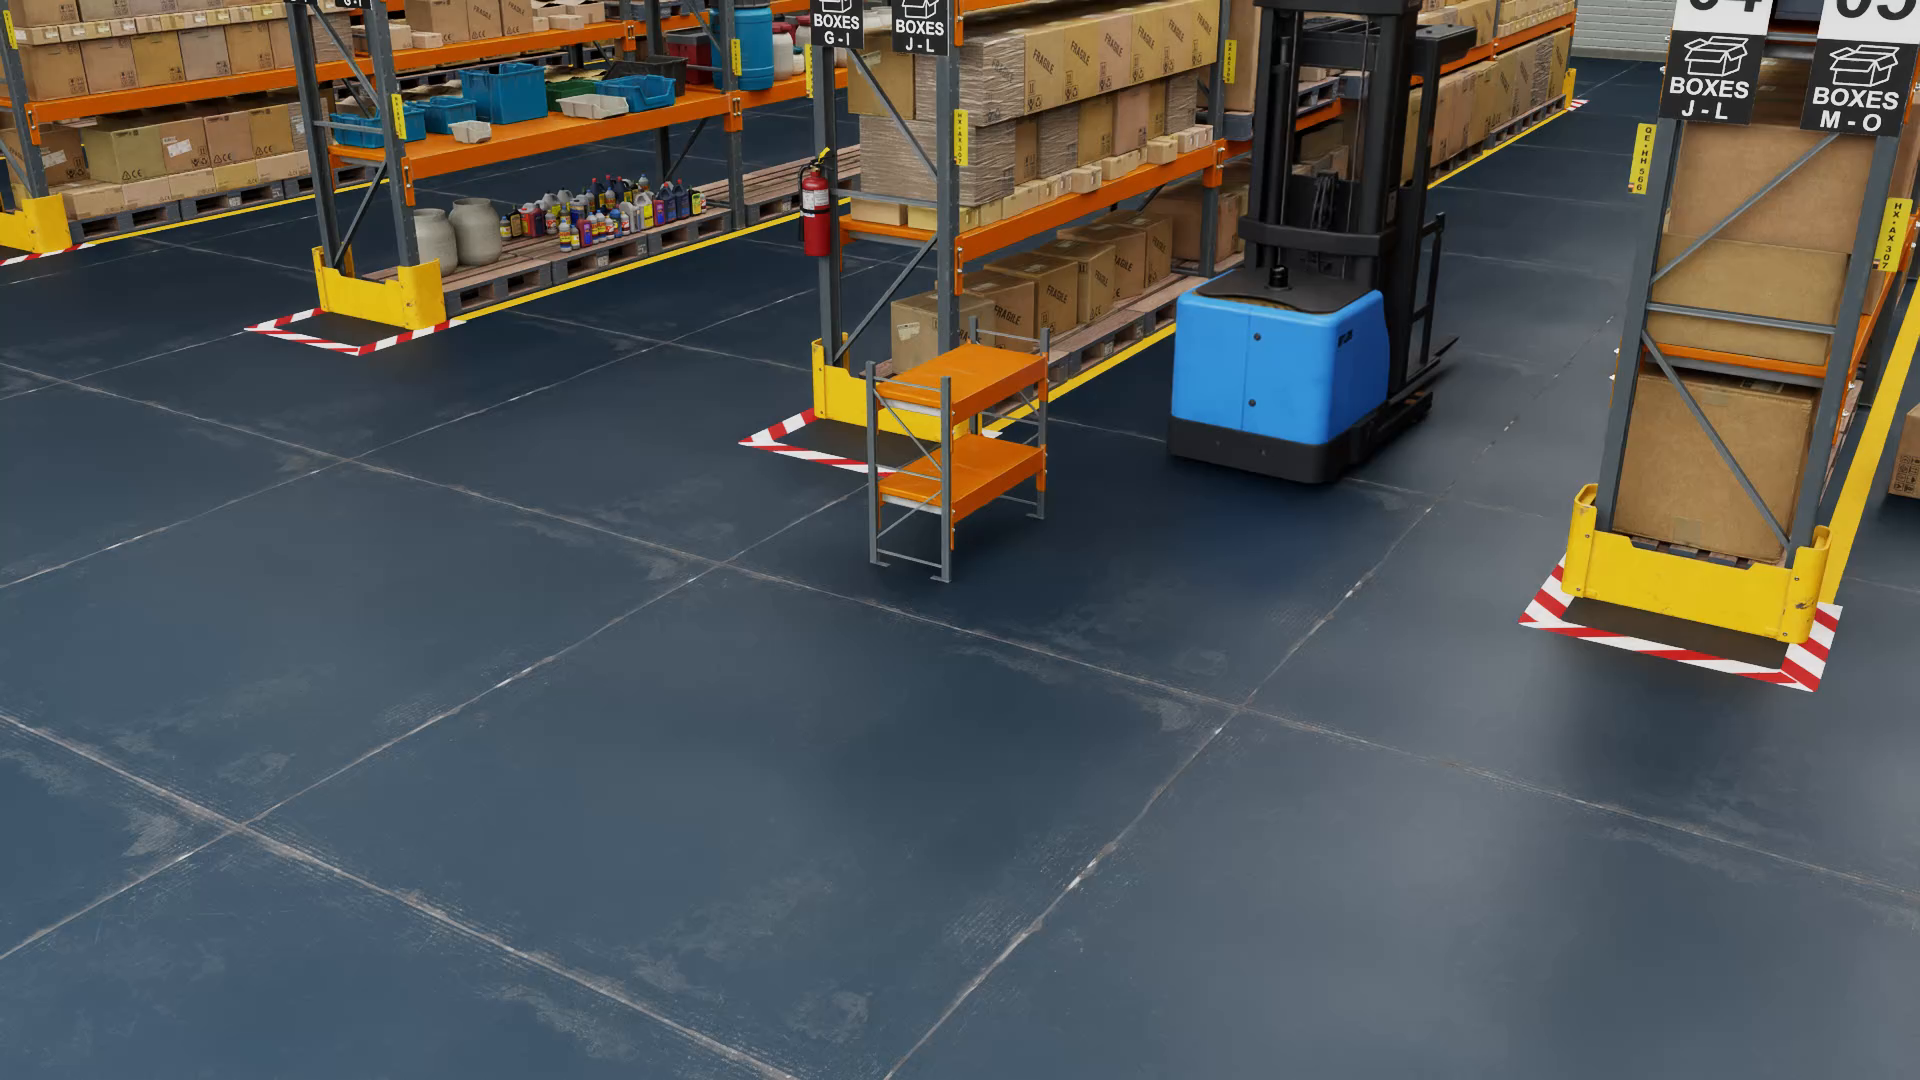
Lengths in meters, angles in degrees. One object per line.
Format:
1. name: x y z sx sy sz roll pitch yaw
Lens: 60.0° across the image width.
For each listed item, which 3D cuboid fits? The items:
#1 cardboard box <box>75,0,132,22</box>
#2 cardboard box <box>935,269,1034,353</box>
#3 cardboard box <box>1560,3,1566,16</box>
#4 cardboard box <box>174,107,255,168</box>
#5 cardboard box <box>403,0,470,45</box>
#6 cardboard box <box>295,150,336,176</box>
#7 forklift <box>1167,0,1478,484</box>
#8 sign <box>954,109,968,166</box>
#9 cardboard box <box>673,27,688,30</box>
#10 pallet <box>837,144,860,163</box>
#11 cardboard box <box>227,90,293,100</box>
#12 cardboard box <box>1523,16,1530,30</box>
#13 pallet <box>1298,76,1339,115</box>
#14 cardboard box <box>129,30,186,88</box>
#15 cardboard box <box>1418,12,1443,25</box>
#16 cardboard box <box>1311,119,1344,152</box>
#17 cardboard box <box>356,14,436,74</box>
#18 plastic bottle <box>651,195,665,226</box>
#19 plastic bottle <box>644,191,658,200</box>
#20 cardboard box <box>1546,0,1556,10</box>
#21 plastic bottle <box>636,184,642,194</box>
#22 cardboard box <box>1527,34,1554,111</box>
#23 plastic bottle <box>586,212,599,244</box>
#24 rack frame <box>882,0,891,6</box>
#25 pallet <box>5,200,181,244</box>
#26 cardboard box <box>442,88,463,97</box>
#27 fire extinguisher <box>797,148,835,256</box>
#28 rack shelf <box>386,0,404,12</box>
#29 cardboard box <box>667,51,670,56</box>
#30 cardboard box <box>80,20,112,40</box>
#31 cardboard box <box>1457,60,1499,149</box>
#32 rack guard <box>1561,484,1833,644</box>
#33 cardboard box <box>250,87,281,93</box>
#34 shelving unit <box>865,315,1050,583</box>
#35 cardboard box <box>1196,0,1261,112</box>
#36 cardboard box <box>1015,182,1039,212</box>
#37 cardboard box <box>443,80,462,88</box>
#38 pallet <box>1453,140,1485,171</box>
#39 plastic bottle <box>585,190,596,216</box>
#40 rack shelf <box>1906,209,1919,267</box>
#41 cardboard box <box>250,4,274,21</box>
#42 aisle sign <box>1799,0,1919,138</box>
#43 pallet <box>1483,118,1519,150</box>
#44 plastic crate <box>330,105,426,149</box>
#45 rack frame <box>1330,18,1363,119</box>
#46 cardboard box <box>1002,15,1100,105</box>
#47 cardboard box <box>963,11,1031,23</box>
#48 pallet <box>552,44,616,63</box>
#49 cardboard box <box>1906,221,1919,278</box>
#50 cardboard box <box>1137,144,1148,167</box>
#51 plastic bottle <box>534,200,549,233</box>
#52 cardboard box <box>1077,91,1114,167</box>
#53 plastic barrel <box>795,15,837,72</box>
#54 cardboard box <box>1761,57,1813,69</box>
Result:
1. cardboard box: -8.315 -5.193 15.711 0.700 0.500 0.500 13 27 28
2. cardboard box: 0.171 -1.585 11.753 0.500 0.500 0.500 -20 31 -39
3. cardboard box: 7.804 -7.046 22.066 0.380 0.149 0.250 14 27 29
4. cardboard box: -7.607 -4.116 16.970 0.500 0.500 0.500 14 27 29
5. cardboard box: -6.066 -6.030 19.277 0.500 0.500 0.500 16 28 33
6. cardboard box: -7.094 -4.112 17.906 0.500 0.250 0.500 14 27 29
7. forklift: 2.524 -2.210 10.666 1.130 2.935 3.031 15 27 31
8. sign: 0.003 -2.407 9.944 0.100 0.325 0.005 14 27 29
9. cardboard box: -5.191 -9.257 29.475 0.700 0.500 0.500 14 27 29
10. pallet: -0.888 -4.328 18.982 1.003 0.211 1.213 14 27 29
11. cardboard box: -7.530 -4.564 18.006 0.500 0.500 0.500 14 27 29
12. cardboard box: 6.859 -6.441 20.670 0.380 0.149 0.250 13 27 28
13. pallet: 2.752 -4.059 15.091 1.003 0.211 1.213 14 27 29
14. cardboard box: -8.076 -4.746 16.311 0.700 0.500 0.500 14 27 29
15. cardboard box: 4.786 -5.324 17.648 0.500 0.500 0.500 13 27 28
16. cardboard box: 3.433 -3.990 16.339 0.500 0.250 0.500 15 28 31
17. cardboard box: -8.364 -7.364 24.663 0.750 0.750 0.750 13 27 28
18. plastic bottle: -2.803 -3.060 15.409 0.061 0.283 0.133 16 28 32
19. plastic bottle: -2.892 -3.143 15.610 0.152 0.276 0.135 14 27 29
20. cardboard box: 7.415 -7.029 21.525 0.500 0.250 0.500 13 27 27
21. plastic bottle: -3.151 -3.379 16.248 0.097 0.201 0.097 0 23 0
22. cardboard box: 7.232 -6.201 21.945 0.875 0.875 0.875 14 27 29
23. plastic bottle: -3.264 -2.773 14.761 0.097 0.271 0.097 0 23 0
24. rack frame: -0.446 -5.861 19.014 1.000 3.000 0.127 14 27 29
25. pallet: -8.505 -3.188 16.348 1.003 0.211 1.213 14 27 29
26. cardboard box: -5.793 -5.169 19.641 0.500 0.311 0.500 13 27 27
27. fire extinguisher: -0.910 -2.146 10.528 0.296 0.674 0.183 14 27 29
28. rack shelf: -7.808 -8.282 25.511 1.077 0.370 4.000 14 27 29
29. cardboard box: -4.085 -6.495 23.070 0.500 0.500 0.500 13 27 27
30. cardboard box: -8.213 -4.805 15.631 0.380 0.149 0.250 14 27 29
31. cardboard box: 5.551 -5.171 19.564 1.225 0.875 0.875 14 27 29
32. rack guard: 3.689 0.106 8.377 1.175 0.500 0.348 14 27 29
33. cardboard box: -9.807 -6.415 22.885 0.700 0.500 0.500 14 27 29
34. shelving unit: 0.004 -0.518 9.032 0.538 1.125 1.048 14 27 29
35. cardboard box: 2.189 -4.180 13.846 1.000 1.000 1.000 14 27 29
36. cardboard box: 0.301 -2.304 11.114 0.380 0.149 0.250 14 27 29
37. cardboard box: -5.990 -5.449 20.288 0.500 0.311 0.500 13 27 28
38. pallet: 5.528 -4.617 19.650 1.003 0.211 1.213 14 27 29
39. plastic bottle: -3.480 -3.154 15.641 0.097 0.271 0.097 0 23 0
40. rack shelf: 6.867 -2.745 12.720 1.077 0.370 4.000 14 27 29
41. cardboard box: -7.262 -5.414 17.039 0.380 0.149 0.250 14 27 29
42. aisle sign: 3.919 -2.156 7.182 0.394 0.787 0.004 14 27 29
43. pallet: 6.339 -5.134 20.843 1.003 0.211 1.213 14 27 29
44. plastic crate: -4.657 -3.325 13.341 0.499 0.251 0.616 14 27 29
45. rack frame: 3.761 -4.823 16.616 1.000 3.000 0.127 14 27 29
46. cardboard box: 0.595 -3.229 11.175 0.500 0.500 0.500 14 27 29
47. cardboard box: 0.146 -3.340 11.431 0.500 0.500 0.500 14 27 29
48. pallet: -6.286 -8.248 28.037 1.003 0.211 1.213 14 27 29
49. cardboard box: 7.524 -2.723 14.068 1.050 0.750 0.750 13 27 28
50. cardboard box: 1.184 -2.905 12.501 0.380 0.149 0.250 14 27 29
51. plastic bottle: -3.841 -2.951 15.166 0.152 0.276 0.135 13 27 28
52. cardboard box: 0.591 -3.005 11.916 0.875 0.500 0.500 14 27 29
53. plastic barrel: -1.478 -5.098 17.080 0.433 0.535 0.433 0 23 0
54. cardboard box: 4.995 -2.483 9.663 0.875 0.550 0.550 14 27 29
